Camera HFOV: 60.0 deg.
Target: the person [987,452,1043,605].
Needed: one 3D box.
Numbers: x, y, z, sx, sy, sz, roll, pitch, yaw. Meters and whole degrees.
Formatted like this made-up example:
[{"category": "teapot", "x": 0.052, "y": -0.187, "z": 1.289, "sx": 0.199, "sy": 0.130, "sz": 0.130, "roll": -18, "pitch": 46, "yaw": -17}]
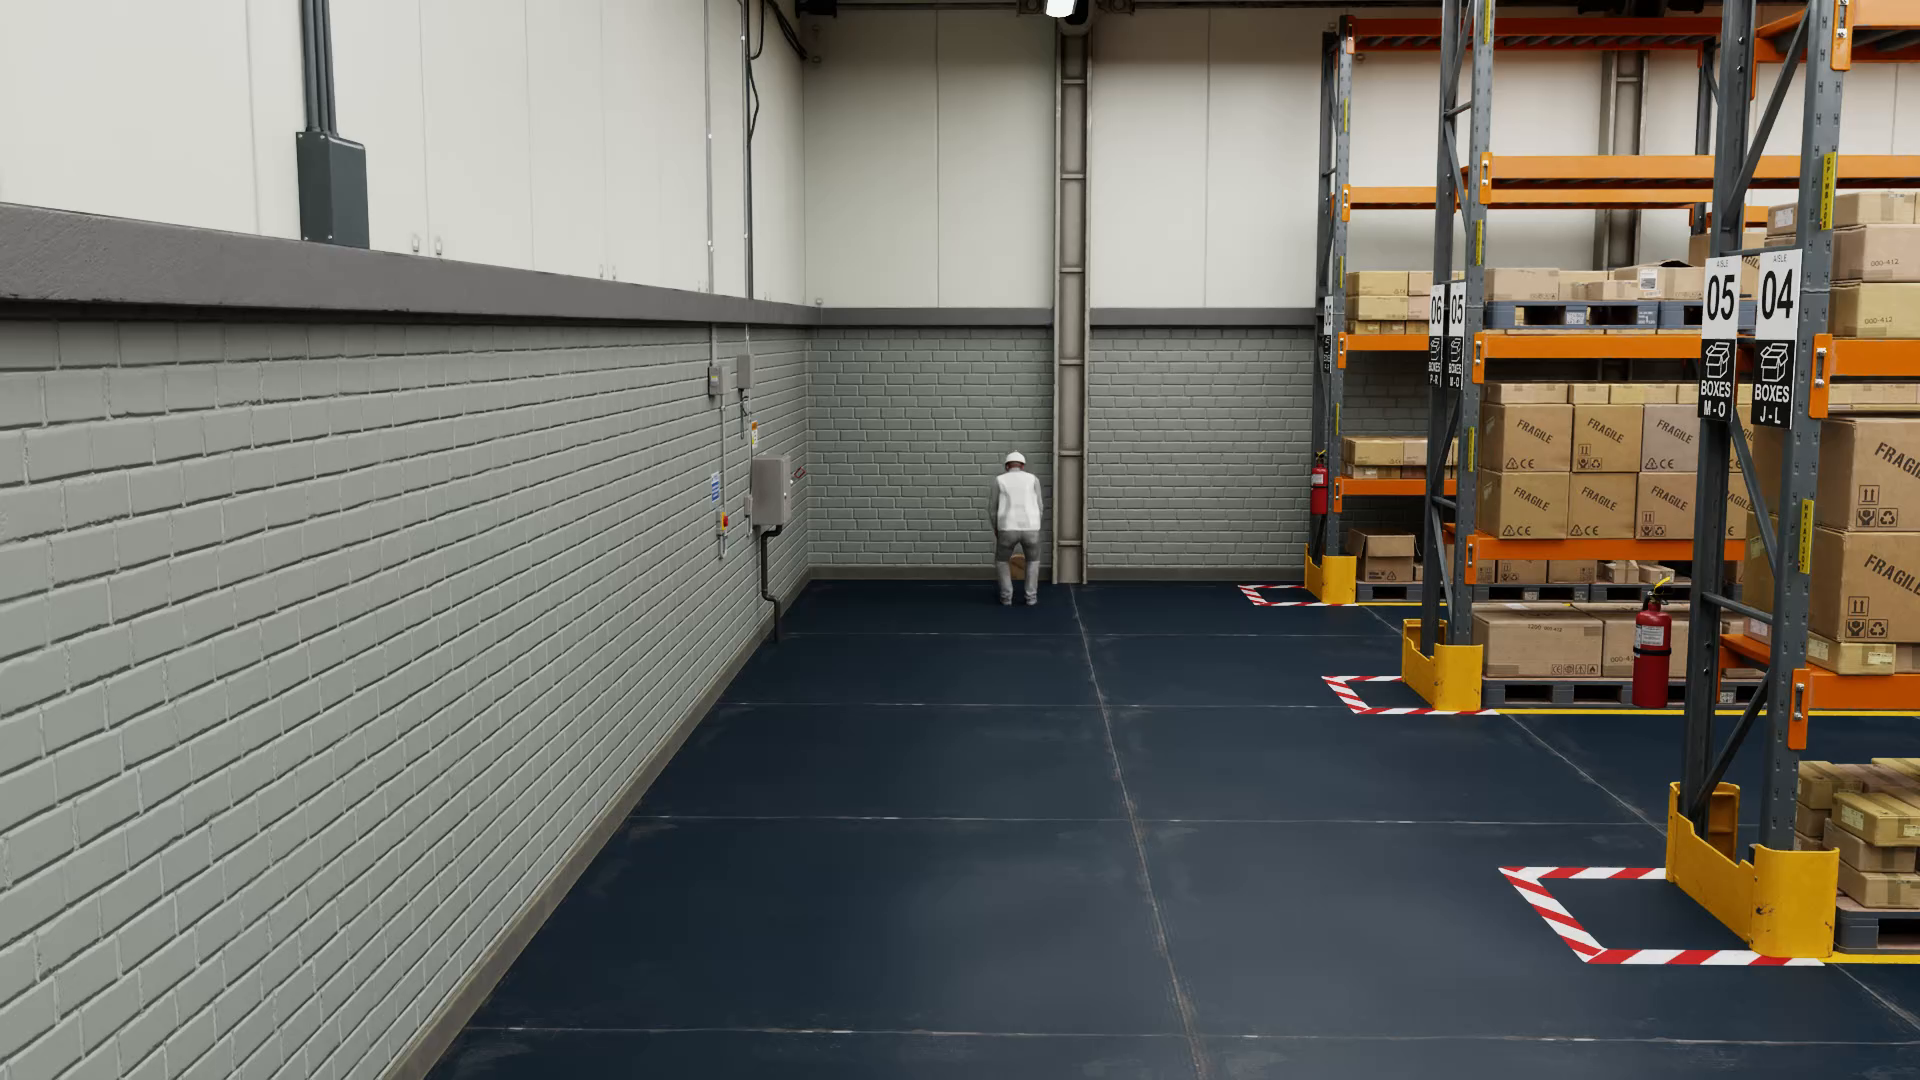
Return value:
[{"category": "person", "x": 0.579, "y": -0.119, "z": 17.405, "sx": 0.586, "sy": 1.584, "sz": 0.649, "roll": 0, "pitch": 7, "yaw": 2}]
